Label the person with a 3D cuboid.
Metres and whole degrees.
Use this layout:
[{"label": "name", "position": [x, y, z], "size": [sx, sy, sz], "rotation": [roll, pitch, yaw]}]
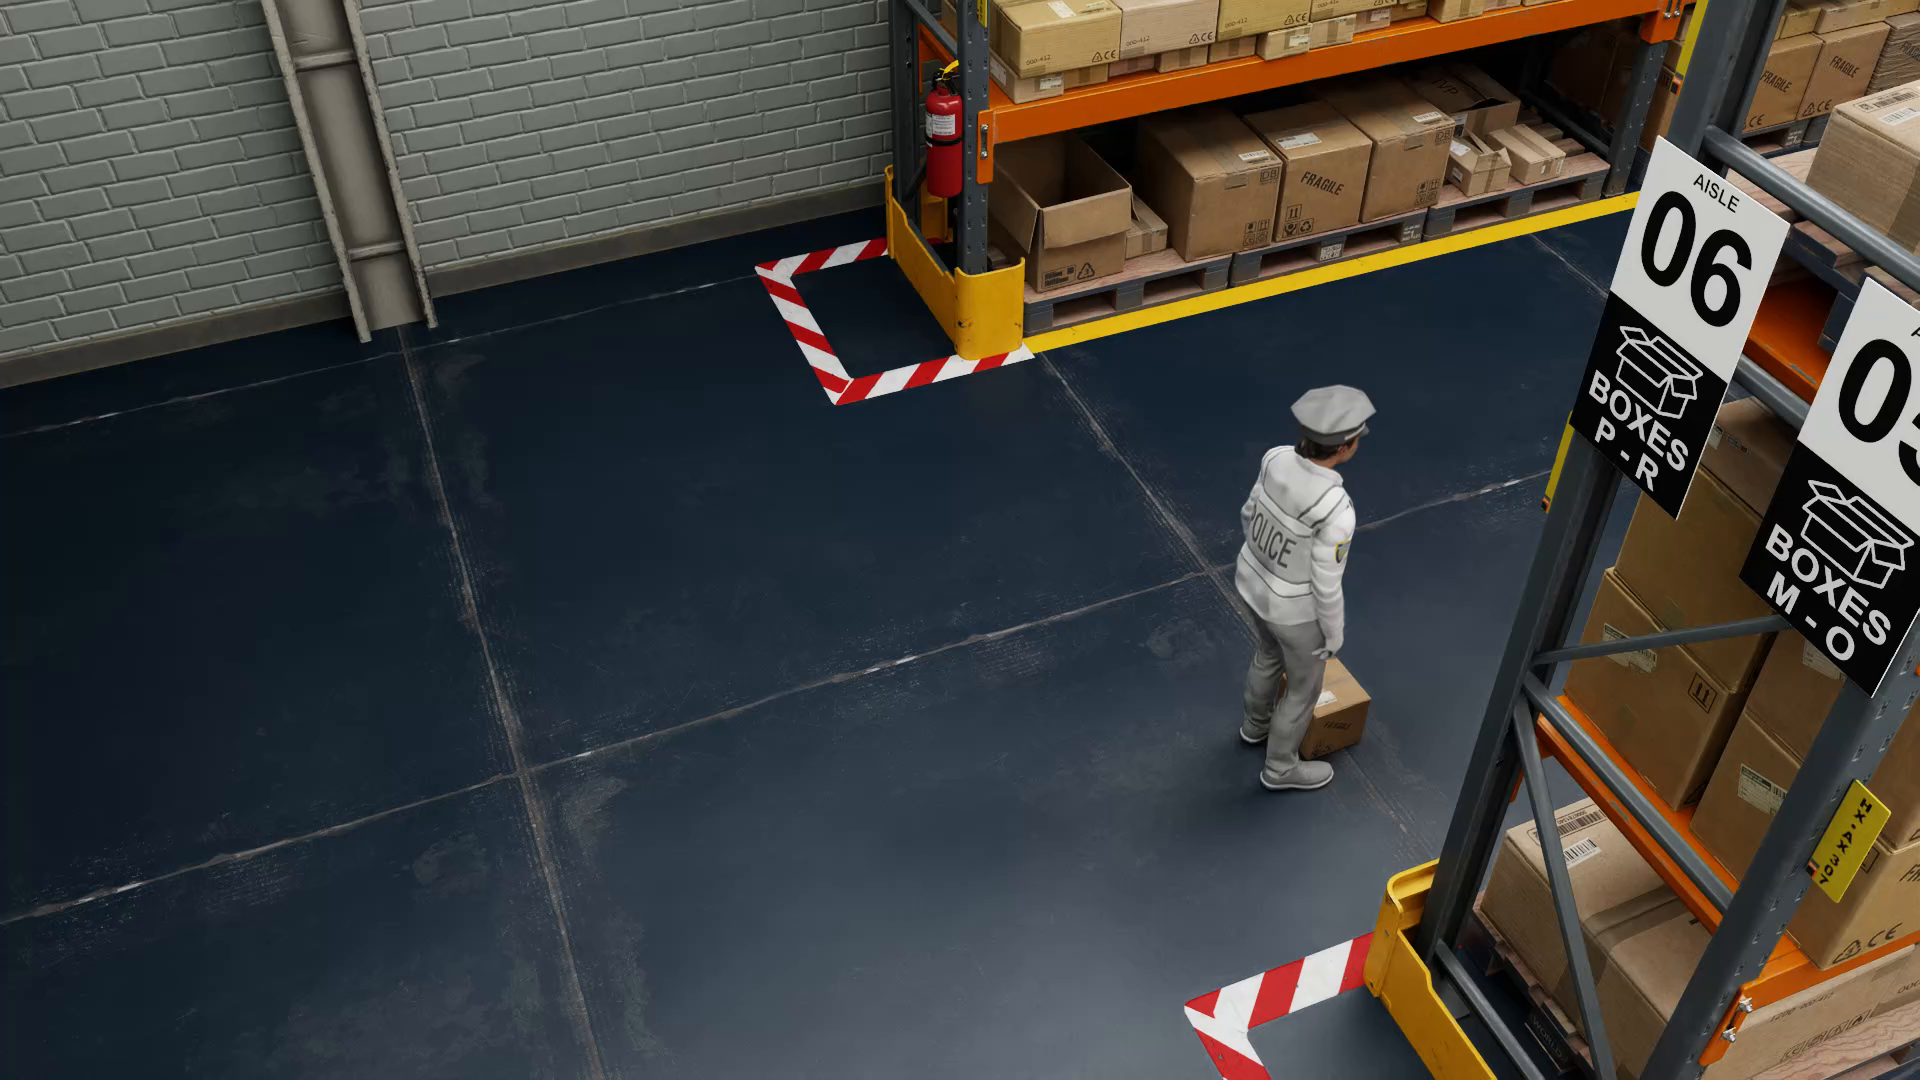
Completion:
[{"label": "person", "position": [1.205, 0.191, 5.947], "size": [0.414, 1.661, 0.531], "rotation": [-17, 45, -18]}]
